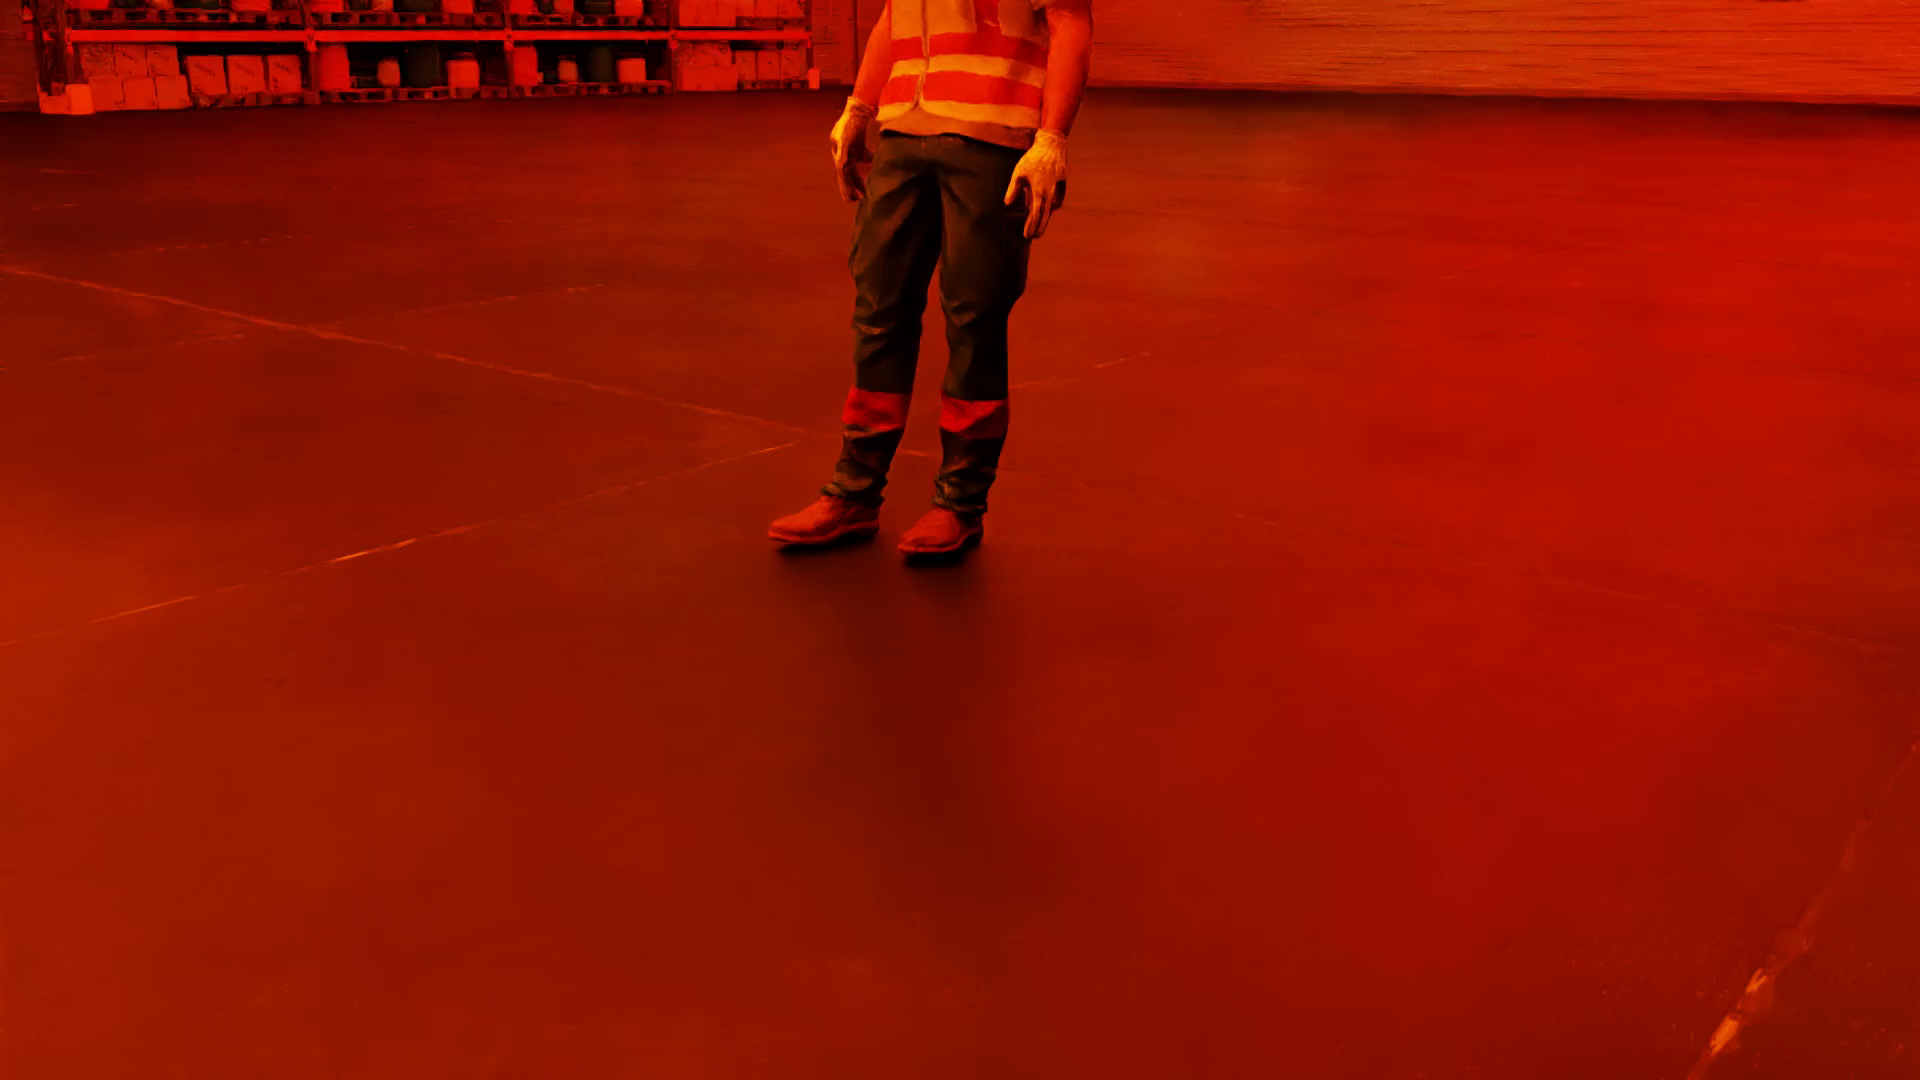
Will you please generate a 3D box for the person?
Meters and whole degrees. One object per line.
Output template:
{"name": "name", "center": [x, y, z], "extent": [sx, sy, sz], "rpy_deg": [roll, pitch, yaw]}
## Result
{"name": "person", "center": [-0.060, -0.847, 3.627], "extent": [0.637, 1.787, 0.563], "rpy_deg": [13, 21, 37]}
